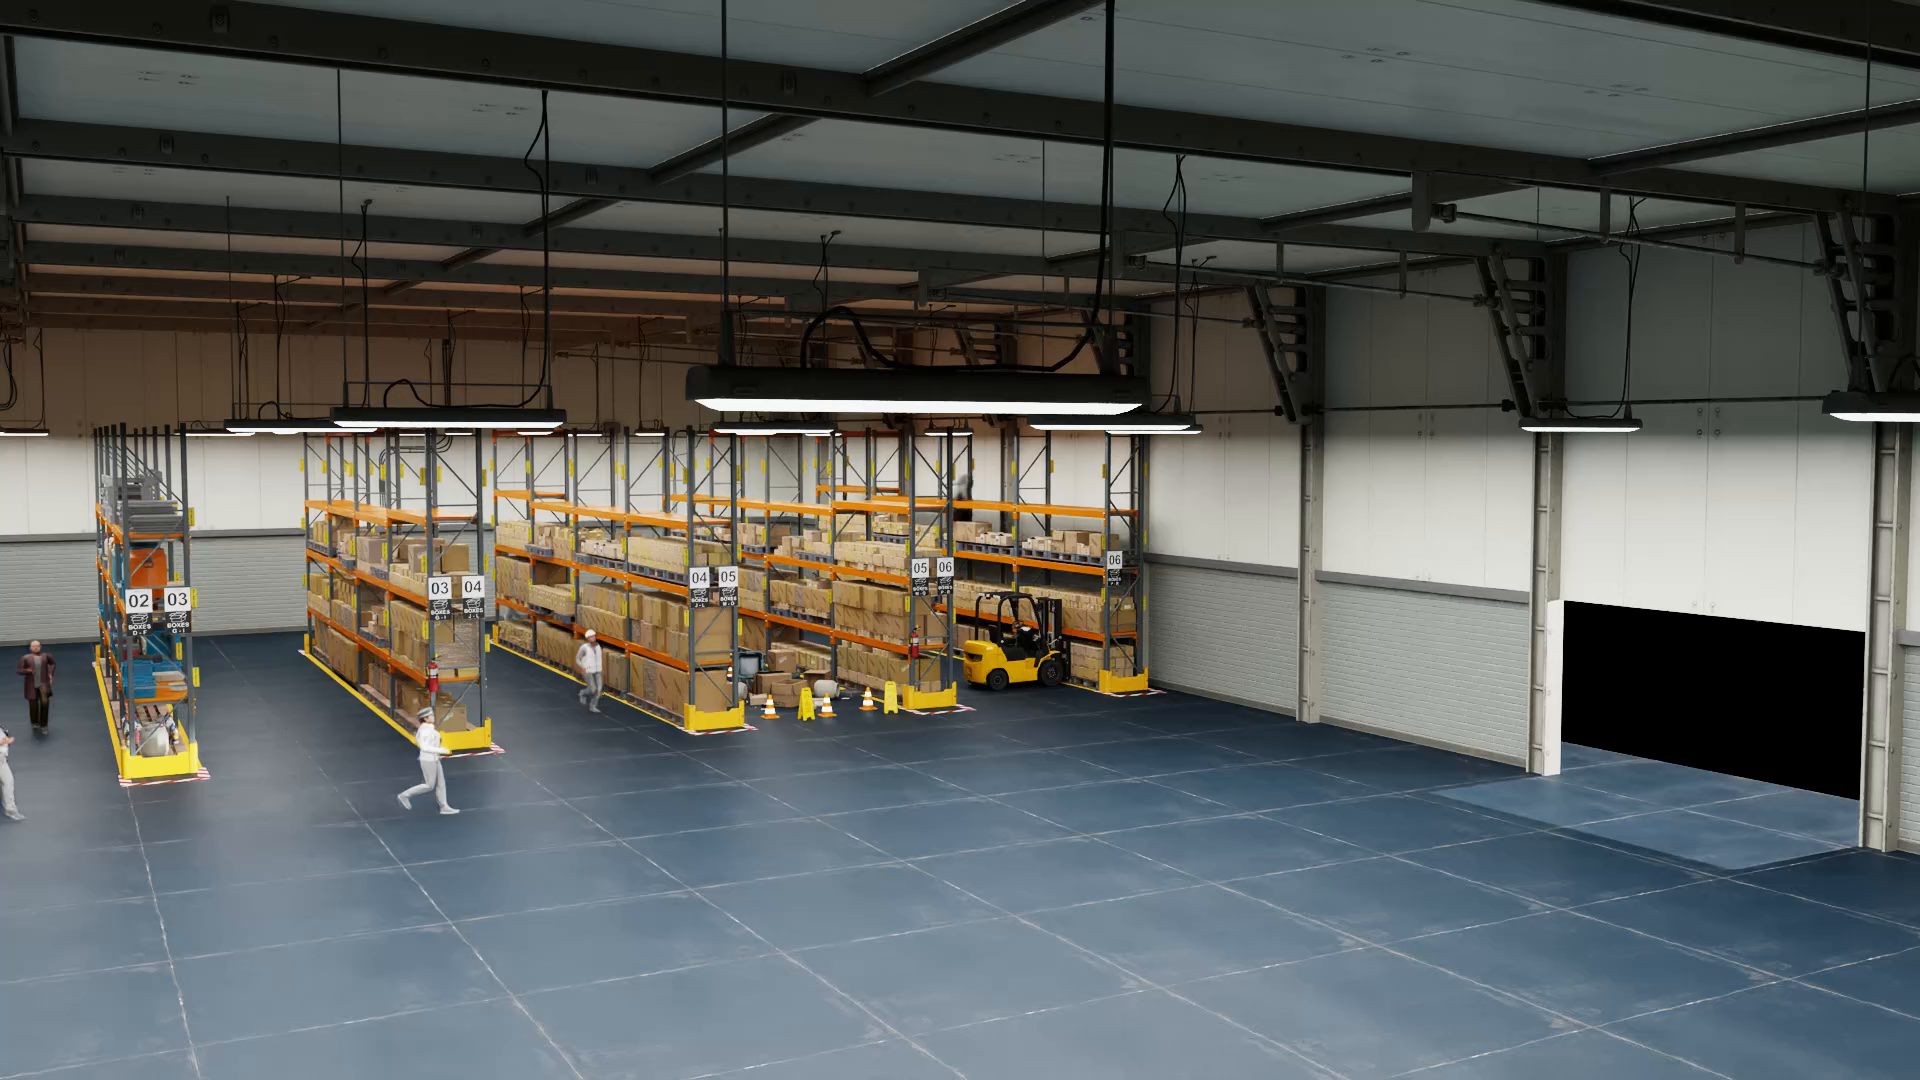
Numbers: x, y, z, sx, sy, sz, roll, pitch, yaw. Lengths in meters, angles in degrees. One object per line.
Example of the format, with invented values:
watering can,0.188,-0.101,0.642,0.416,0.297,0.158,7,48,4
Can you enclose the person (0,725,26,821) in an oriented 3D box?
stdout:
person,-14.475,3.321,24.818,0.868,1.826,0.653,0,3,-5

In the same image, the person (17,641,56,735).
person,-17.950,2.880,32.357,0.685,1.844,0.793,-2,4,-32

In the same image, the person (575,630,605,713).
person,-7.743,2.751,34.926,0.659,1.729,0.586,-3,5,-44

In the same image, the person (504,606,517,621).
person,-13.012,1.959,48.147,0.845,1.677,0.580,-2,4,-34

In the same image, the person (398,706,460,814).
person,-8.057,3.345,25.201,0.890,1.669,0.618,-1,4,-12
